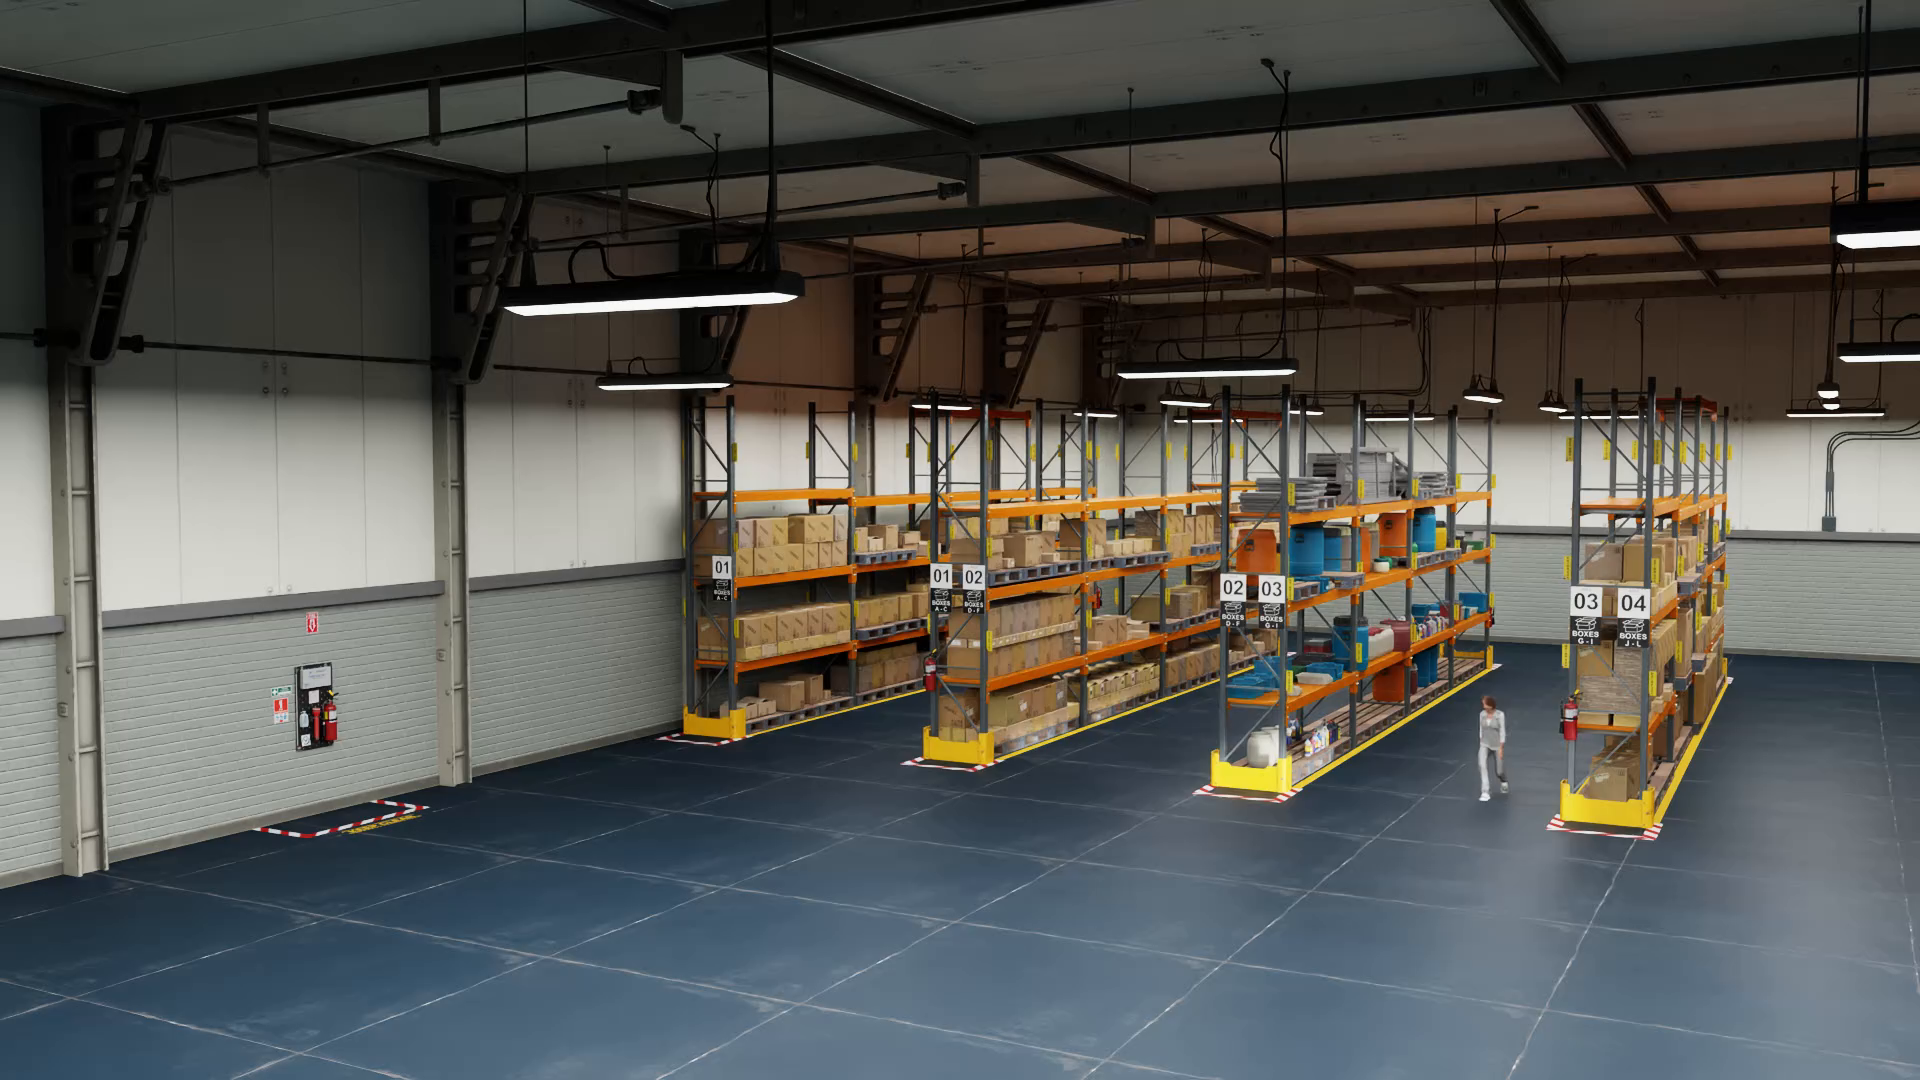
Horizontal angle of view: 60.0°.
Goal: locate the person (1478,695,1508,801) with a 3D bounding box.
[{"bbox_3d":[7.710,2.982,24.095,0.407,1.477,0.893,2,4,35],"label":"person"}]
